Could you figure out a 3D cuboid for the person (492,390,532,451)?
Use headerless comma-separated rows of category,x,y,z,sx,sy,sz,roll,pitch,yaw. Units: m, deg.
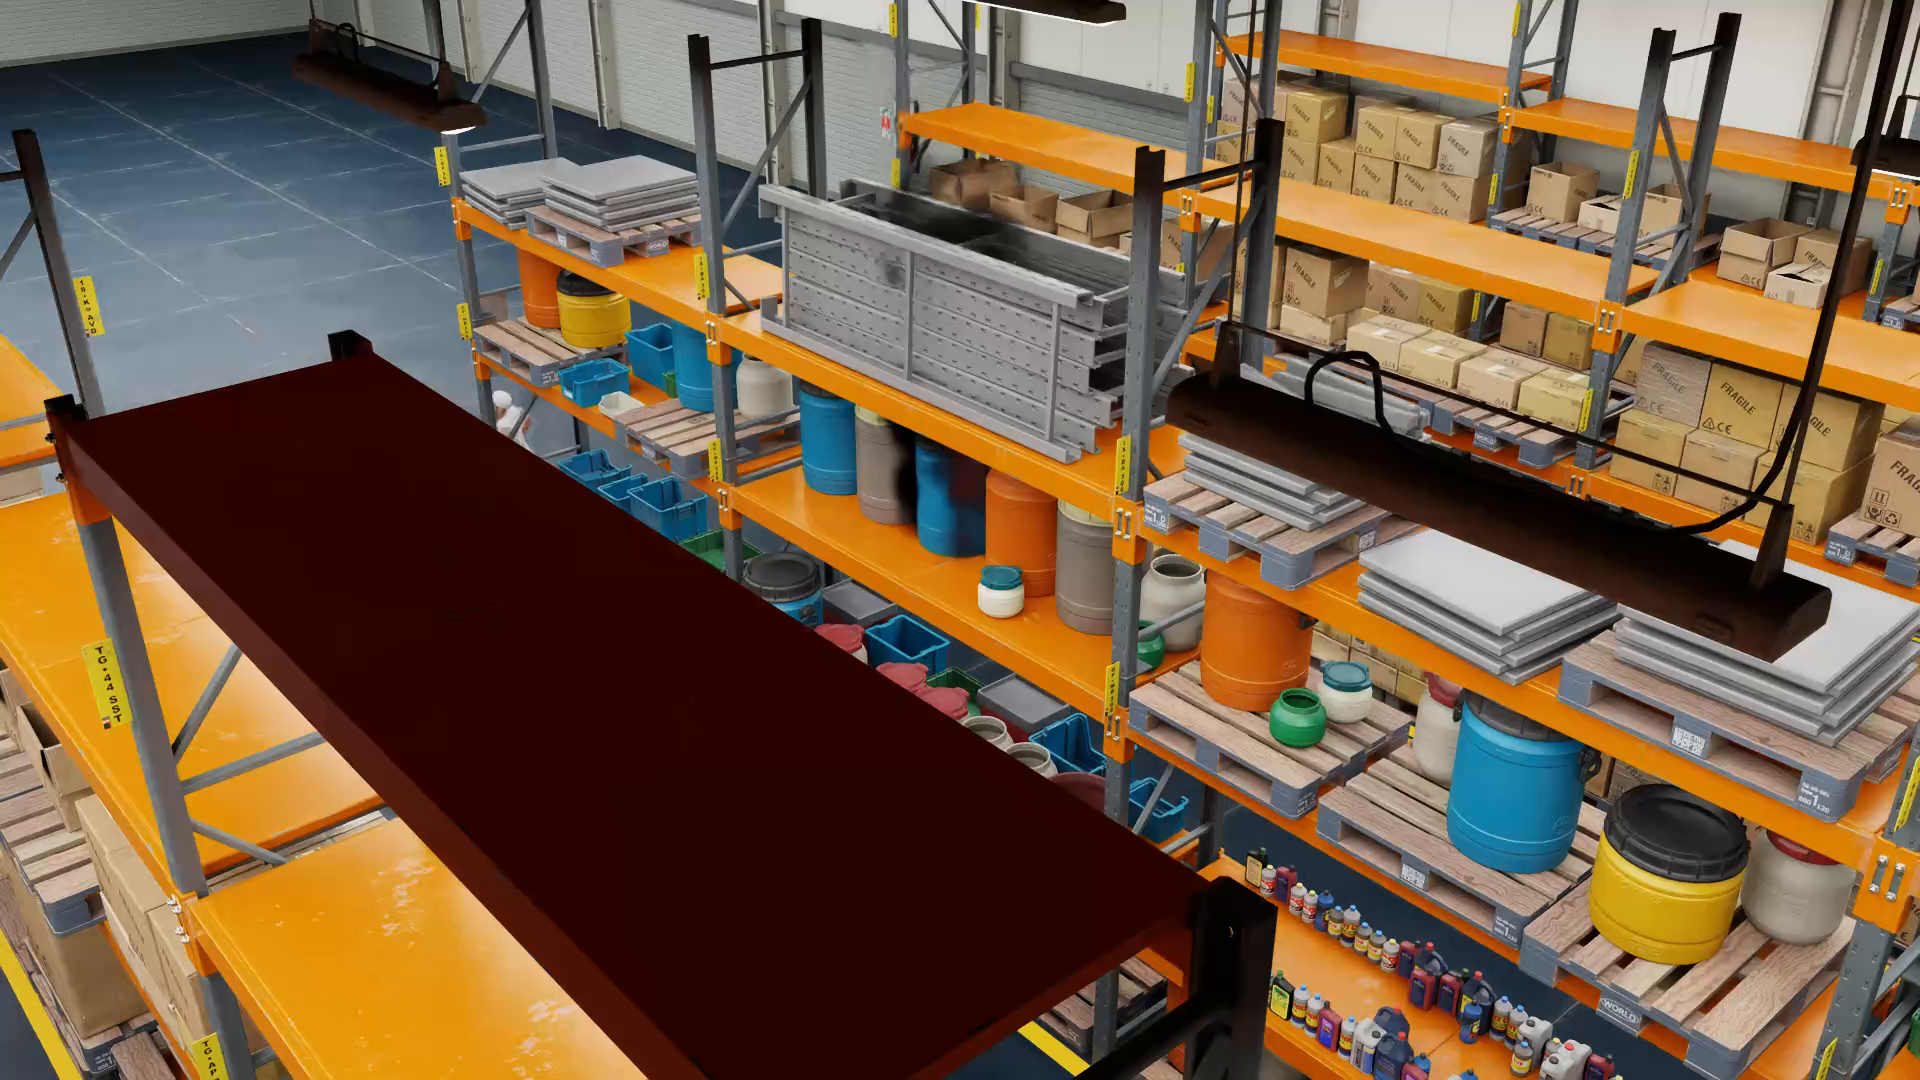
person,-4.626,-0.808,17.277,0.595,1.690,0.722,-2,27,-4
